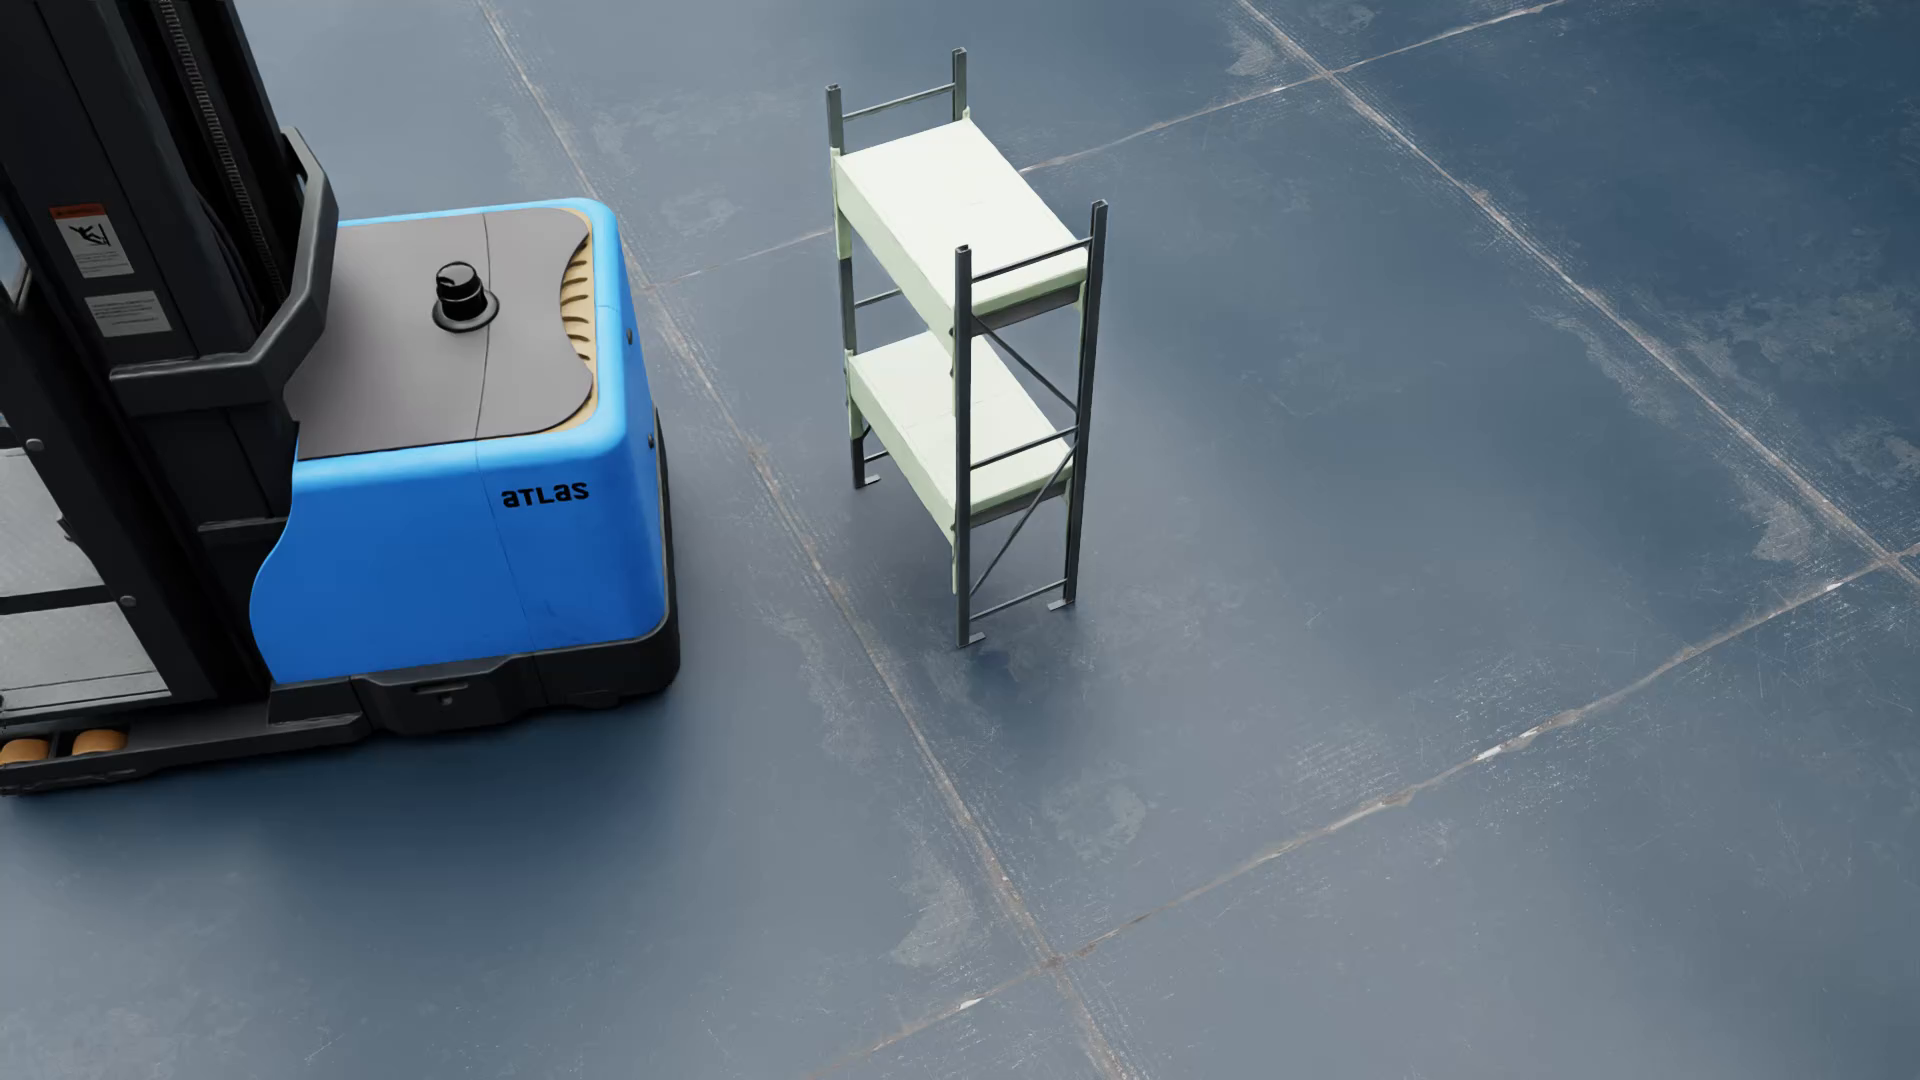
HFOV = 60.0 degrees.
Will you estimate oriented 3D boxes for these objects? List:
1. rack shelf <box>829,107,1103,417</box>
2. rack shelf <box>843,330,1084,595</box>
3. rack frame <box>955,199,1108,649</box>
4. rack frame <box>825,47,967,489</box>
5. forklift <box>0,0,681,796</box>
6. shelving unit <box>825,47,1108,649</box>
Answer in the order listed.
[{"bbox_3d":[0.003,-0.746,4.388,0.431,0.370,0.720,-21,52,-18],"label":"rack shelf"},{"bbox_3d":[0.003,-0.275,4.927,0.431,0.370,0.720,-21,52,-18],"label":"rack shelf"},{"bbox_3d":[0.171,-0.244,4.467,0.400,1.500,0.023,-21,52,-18],"label":"rack frame"},{"bbox_3d":[-0.164,-0.734,4.896,0.400,1.500,0.023,-21,52,-18],"label":"rack frame"},{"bbox_3d":[-2.378,-0.692,3.908,3.031,2.935,1.130,-7,49,-6],"label":"forklift"},{"bbox_3d":[0.003,-0.489,4.682,0.431,1.500,0.755,-21,52,-18],"label":"shelving unit"}]
